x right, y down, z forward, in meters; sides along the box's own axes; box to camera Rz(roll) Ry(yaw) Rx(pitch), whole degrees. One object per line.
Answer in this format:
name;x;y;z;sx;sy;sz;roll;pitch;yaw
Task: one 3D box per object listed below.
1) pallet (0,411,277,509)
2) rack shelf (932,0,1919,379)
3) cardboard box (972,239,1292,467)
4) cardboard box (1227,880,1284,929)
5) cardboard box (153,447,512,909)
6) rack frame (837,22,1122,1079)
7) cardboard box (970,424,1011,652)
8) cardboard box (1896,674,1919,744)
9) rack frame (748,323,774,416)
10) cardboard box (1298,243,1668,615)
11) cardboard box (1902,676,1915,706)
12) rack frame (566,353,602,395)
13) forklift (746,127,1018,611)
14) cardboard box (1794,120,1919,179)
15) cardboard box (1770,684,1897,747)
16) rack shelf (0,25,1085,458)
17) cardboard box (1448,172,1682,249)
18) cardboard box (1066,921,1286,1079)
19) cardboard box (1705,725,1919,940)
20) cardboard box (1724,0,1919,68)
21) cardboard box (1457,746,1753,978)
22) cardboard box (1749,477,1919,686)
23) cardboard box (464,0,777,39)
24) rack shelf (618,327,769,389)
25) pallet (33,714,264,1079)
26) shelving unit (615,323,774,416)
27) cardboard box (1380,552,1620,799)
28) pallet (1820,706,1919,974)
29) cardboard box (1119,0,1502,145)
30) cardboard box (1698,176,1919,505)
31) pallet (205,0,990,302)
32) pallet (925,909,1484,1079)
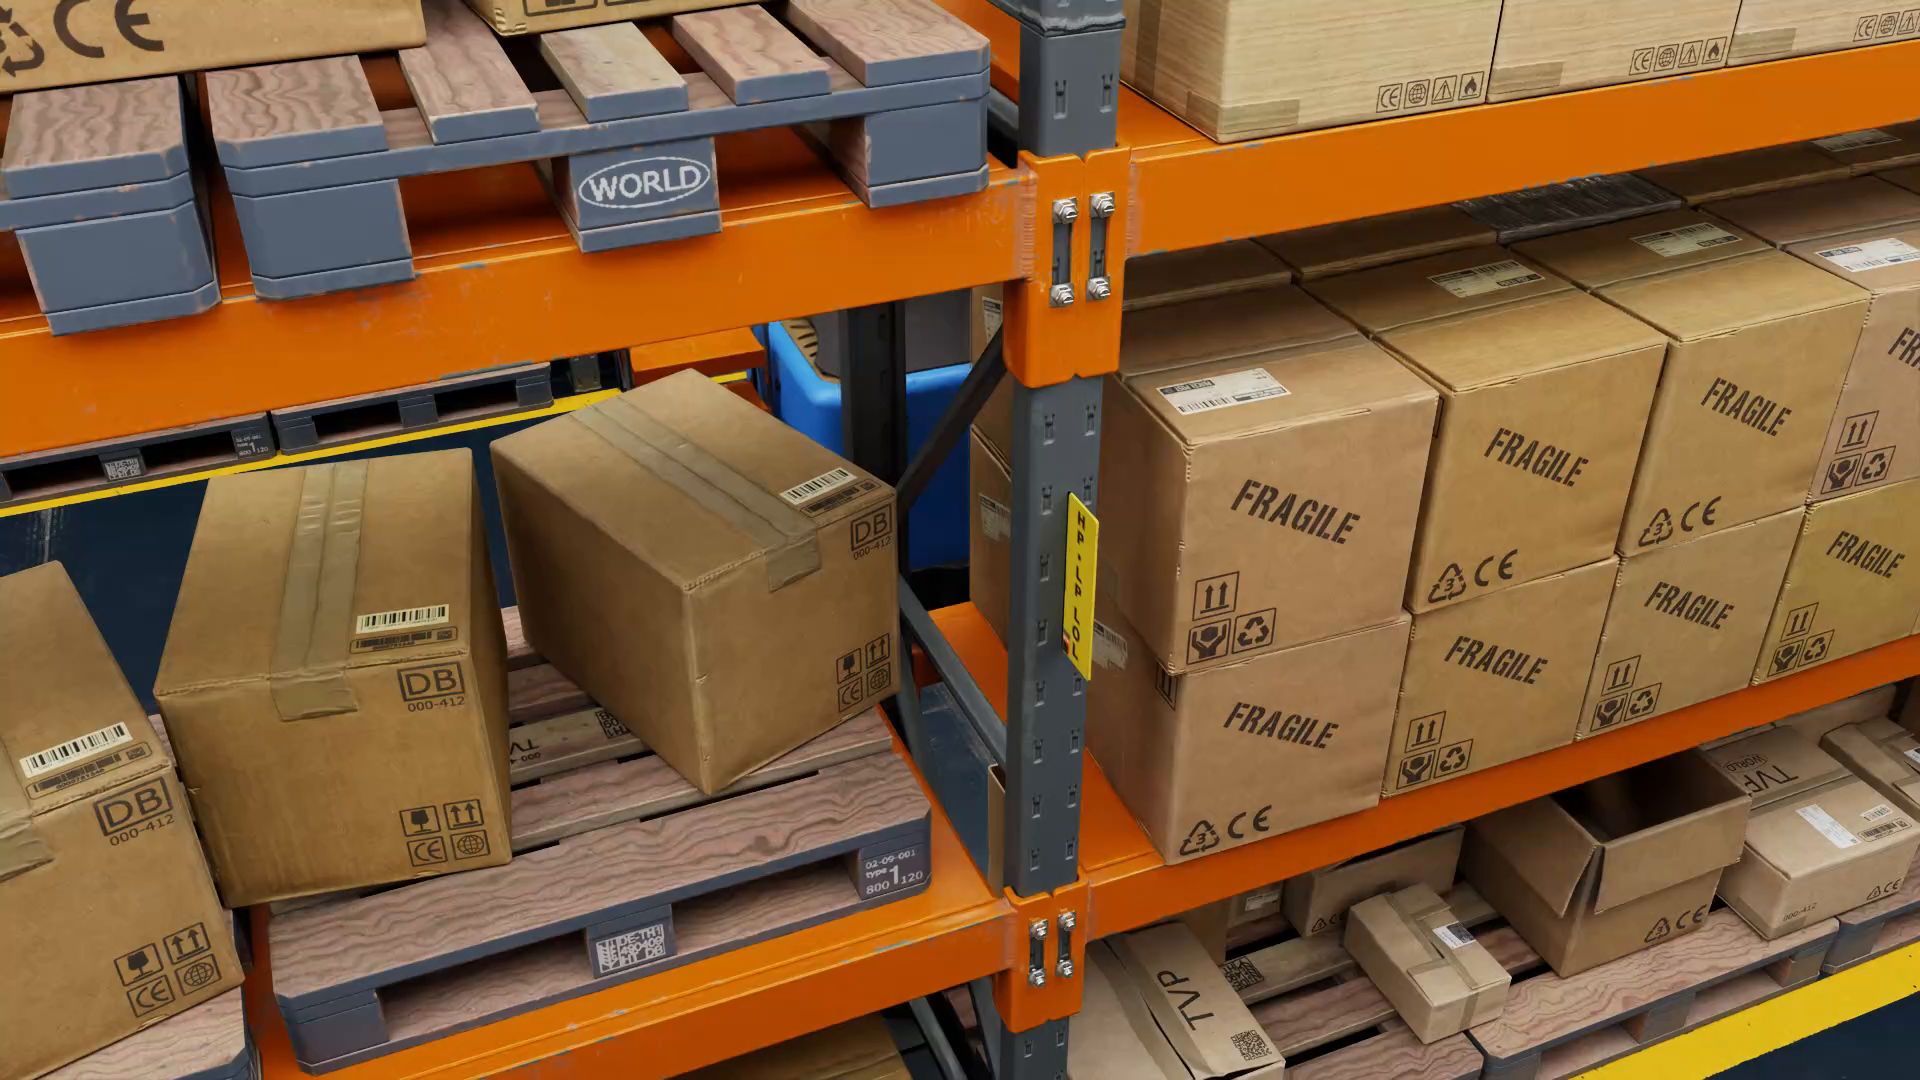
pallet;-3.745;-0.572;7.435;1.213;0.211;1.003;-13;35;-19
rack shelf;1.829;-1.089;3.582;4.000;0.370;1.077;-13;35;-19
cardboard box;0.351;-0.409;3.619;0.500;0.500;0.500;-13;35;-19
cardboard box;0.723;0.927;4.785;0.250;0.149;0.380;-13;35;-19
cardboard box;-1.148;0.236;3.160;0.500;0.500;0.700;-8;34;-11
rack frame;-0.015;0.289;3.555;0.127;3.000;1.000;-13;35;-19
cardboard box;0.346;0.013;3.888;0.500;0.500;0.500;-12;35;-18
cardboard box;3.267;0.547;5.048;0.500;0.500;0.500;-13;35;-19
rack frame;-0.720;-0.350;6.188;0.015;1.200;0.240;-12;35;-18
cardboard box;1.003;-0.239;3.359;0.500;0.500;0.500;-14;36;-20
cardboard box;3.153;0.371;5.640;0.250;0.149;0.380;-13;35;-19
rack frame;-1.937;-2.201;7.382;0.127;3.000;1.000;-13;35;-19
forklift;0.729;-1.356;6.146;3.031;2.935;1.130;-12;35;-18
cardboard box;2.219;-0.838;4.279;0.500;0.500;0.500;-12;35;-18
cardboard box;2.600;0.490;5.364;0.500;0.250;0.500;-13;35;-19
rack shelf;-1.860;-0.244;2.284;4.000;0.370;1.077;-13;35;-19
cardboard box;1.287;-0.625;3.951;0.500;0.500;0.500;-13;35;-19
cardboard box;0.455;1.252;4.138;0.500;0.311;0.500;-13;35;-19
cardboard box;2.379;0.837;4.831;0.500;0.250;0.500;-13;35;-19
cardboard box;1.453;-1.092;3.065;0.500;0.250;0.500;-13;35;-19
cardboard box;1.715;0.752;4.730;0.637;0.503;0.797;-13;35;-19
cardboard box;1.961;-0.046;3.978;0.500;0.500;0.500;-13;35;-20
cardboard box;-0.508;-1.159;2.462;0.600;0.600;0.600;-16;36;-23
rack shelf;-0.947;-0.630;5.898;0.480;0.148;0.258;-12;35;-18
pallet;-1.912;0.801;2.944;1.213;0.211;1.003;-13;35;-19
shelving unit;-0.947;-0.301;6.112;0.503;1.200;0.258;-12;35;-18
cardboard box;1.031;0.167;3.651;0.500;0.500;0.500;-12;35;-18
pallet;2.868;0.798;5.330;1.213;0.211;1.003;-13;35;-19
cardboard box;0.529;-0.884;2.745;0.500;0.250;0.500;-13;35;-19
cardboard box;1.953;-0.457;3.693;0.500;0.500;0.500;-12;35;-17
pallet;-0.644;-0.787;2.631;1.003;0.211;1.213;-13;35;-19
pallet;0.618;1.314;4.538;1.213;0.211;1.003;-13;35;-19
